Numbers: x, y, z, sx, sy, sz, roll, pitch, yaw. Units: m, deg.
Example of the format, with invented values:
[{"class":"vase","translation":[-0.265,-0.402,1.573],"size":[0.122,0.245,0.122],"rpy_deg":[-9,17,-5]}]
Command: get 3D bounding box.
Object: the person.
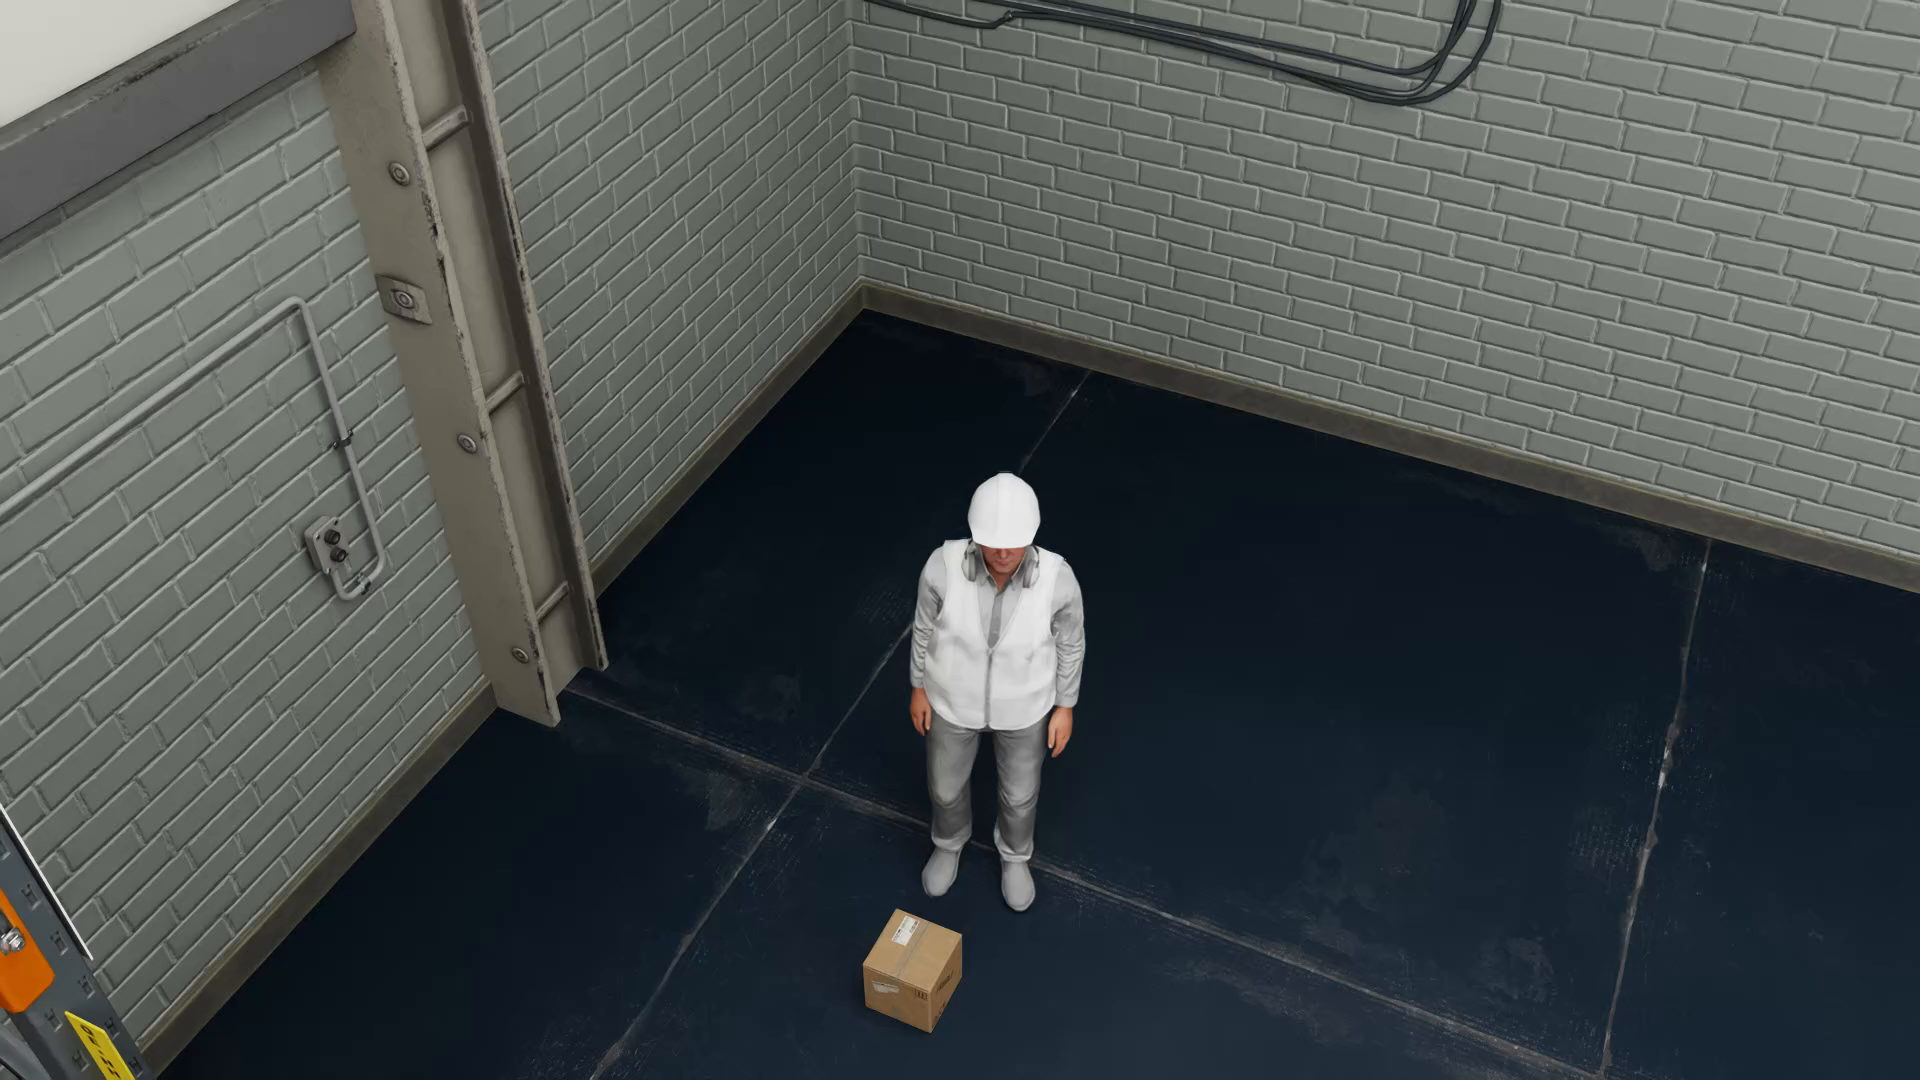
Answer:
[{"class":"person","translation":[0.118,0.547,5.517],"size":[0.575,1.811,0.415],"rpy_deg":[2,42,3]}]
